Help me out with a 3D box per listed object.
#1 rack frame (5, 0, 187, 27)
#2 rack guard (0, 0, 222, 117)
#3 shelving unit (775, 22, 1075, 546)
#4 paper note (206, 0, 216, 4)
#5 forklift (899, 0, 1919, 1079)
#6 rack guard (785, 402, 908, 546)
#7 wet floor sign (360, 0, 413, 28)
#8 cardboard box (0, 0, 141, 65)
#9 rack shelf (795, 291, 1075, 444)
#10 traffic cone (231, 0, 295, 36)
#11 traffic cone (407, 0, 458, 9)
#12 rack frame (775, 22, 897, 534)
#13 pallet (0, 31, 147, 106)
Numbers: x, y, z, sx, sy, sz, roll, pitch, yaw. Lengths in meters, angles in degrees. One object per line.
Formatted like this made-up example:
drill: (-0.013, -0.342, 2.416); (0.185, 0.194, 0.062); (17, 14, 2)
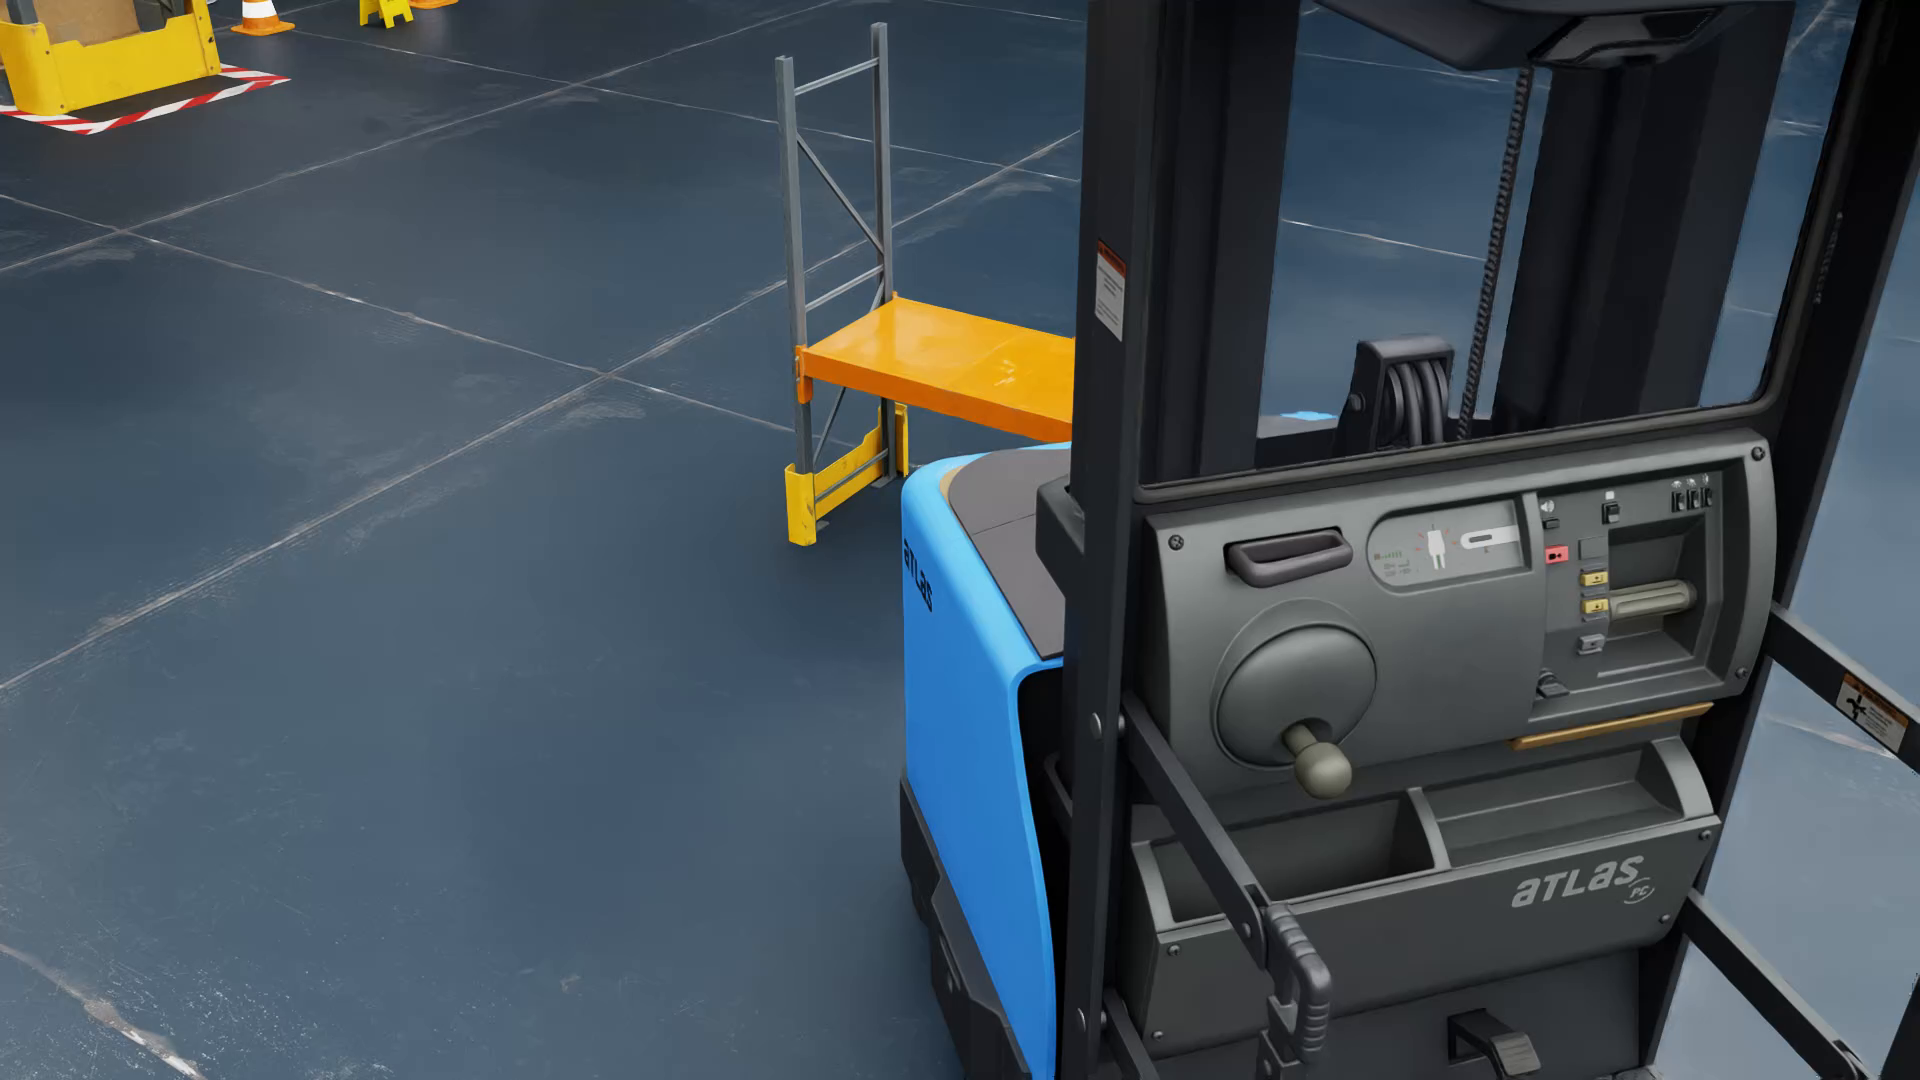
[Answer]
rack frame: (-4.954, -3.958, 9.057); (0.127, 3.000, 1.000); (18, 35, 27)
rack guard: (-4.934, -2.872, 9.676); (0.348, 0.500, 1.175); (18, 35, 27)
shelving unit: (0.065, -0.627, 4.837); (1.083, 1.500, 0.587); (18, 35, 27)
paper note: (-5.345, -3.808, 11.749); (0.144, 0.017, 0.142); (-21, 36, -32)
forklift: (0.767, 0.146, 2.091); (1.130, 2.935, 3.031); (-8, 31, -14)
rack guard: (-0.357, -0.221, 5.381); (0.087, 0.250, 0.587); (18, 35, 27)
wet floor sign: (-3.877, -3.778, 11.086); (0.232, 0.644, 0.267); (12, 32, 19)
cardboard box: (-5.564, -3.375, 9.750); (0.875, 0.875, 0.875); (18, 35, 28)
rack shelf: (0.072, -0.470, 4.924); (1.000, 0.185, 0.538); (18, 35, 27)
traffic cone: (-4.649, -3.610, 10.979); (0.334, 0.463, 0.336); (18, 35, 27)
traffic cone: (-3.760, -4.002, 11.650); (0.334, 0.463, 0.336); (18, 35, 27)
rack frame: (-0.358, -0.761, 5.066); (0.032, 1.500, 0.500); (18, 35, 27)
pallet: (-5.673, -2.934, 10.070); (1.213, 0.211, 1.003); (18, 35, 27)
